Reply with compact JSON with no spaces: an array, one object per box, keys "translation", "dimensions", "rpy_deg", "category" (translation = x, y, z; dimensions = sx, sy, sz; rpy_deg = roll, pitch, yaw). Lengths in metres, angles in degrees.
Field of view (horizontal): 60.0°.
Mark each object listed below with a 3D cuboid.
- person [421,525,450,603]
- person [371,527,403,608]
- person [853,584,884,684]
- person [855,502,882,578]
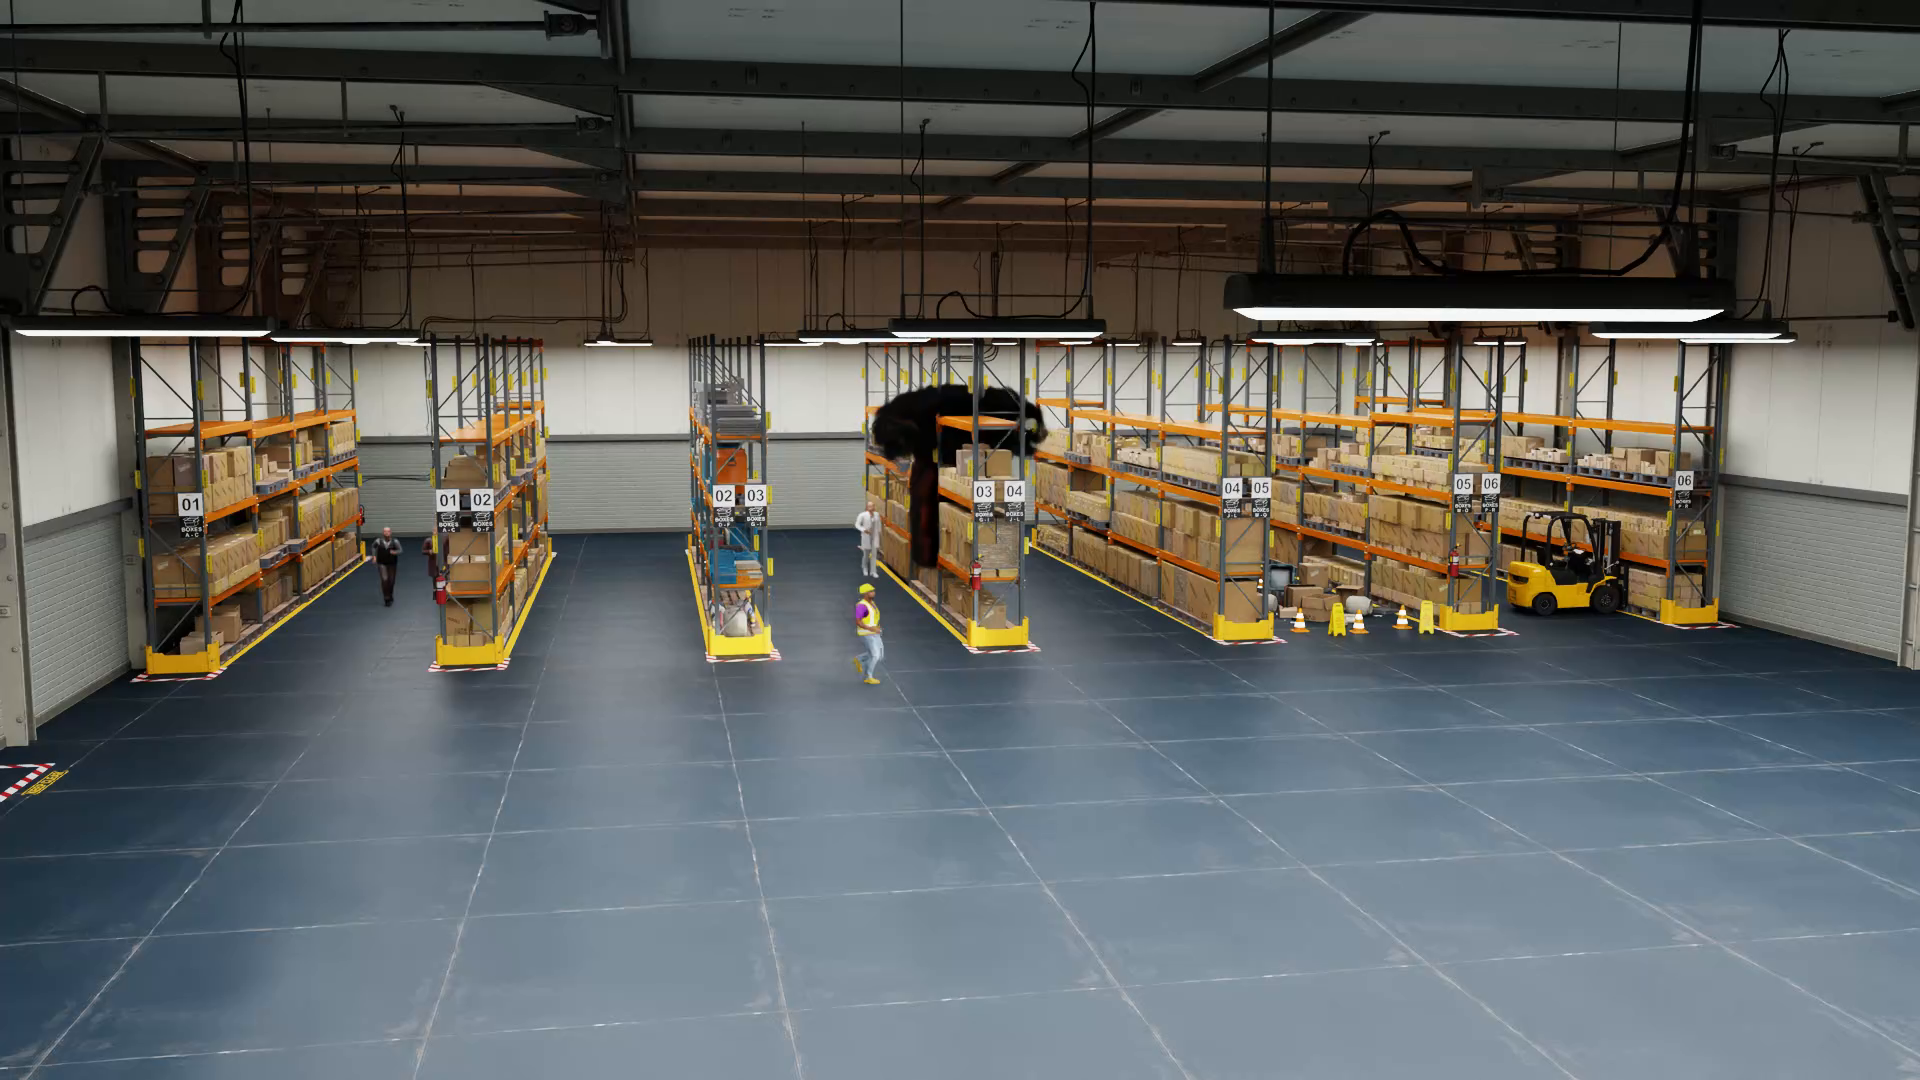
[{"translation":[-11.630,0.583,37.057],"dimensions":[0.696,1.828,0.916],"rpy_deg":[-2,7,-17],"category":"person"},{"translation":[-12.838,0.586,37.313],"dimensions":[0.628,1.771,0.871],"rpy_deg":[-3,7,-26],"category":"person"},{"translation":[-1.591,1.606,28.581],"dimensions":[0.588,1.723,0.703],"rpy_deg":[2,7,16],"category":"person"},{"translation":[-2.166,-0.013,39.993],"dimensions":[0.712,1.813,0.895],"rpy_deg":[-2,7,-20],"category":"person"}]
